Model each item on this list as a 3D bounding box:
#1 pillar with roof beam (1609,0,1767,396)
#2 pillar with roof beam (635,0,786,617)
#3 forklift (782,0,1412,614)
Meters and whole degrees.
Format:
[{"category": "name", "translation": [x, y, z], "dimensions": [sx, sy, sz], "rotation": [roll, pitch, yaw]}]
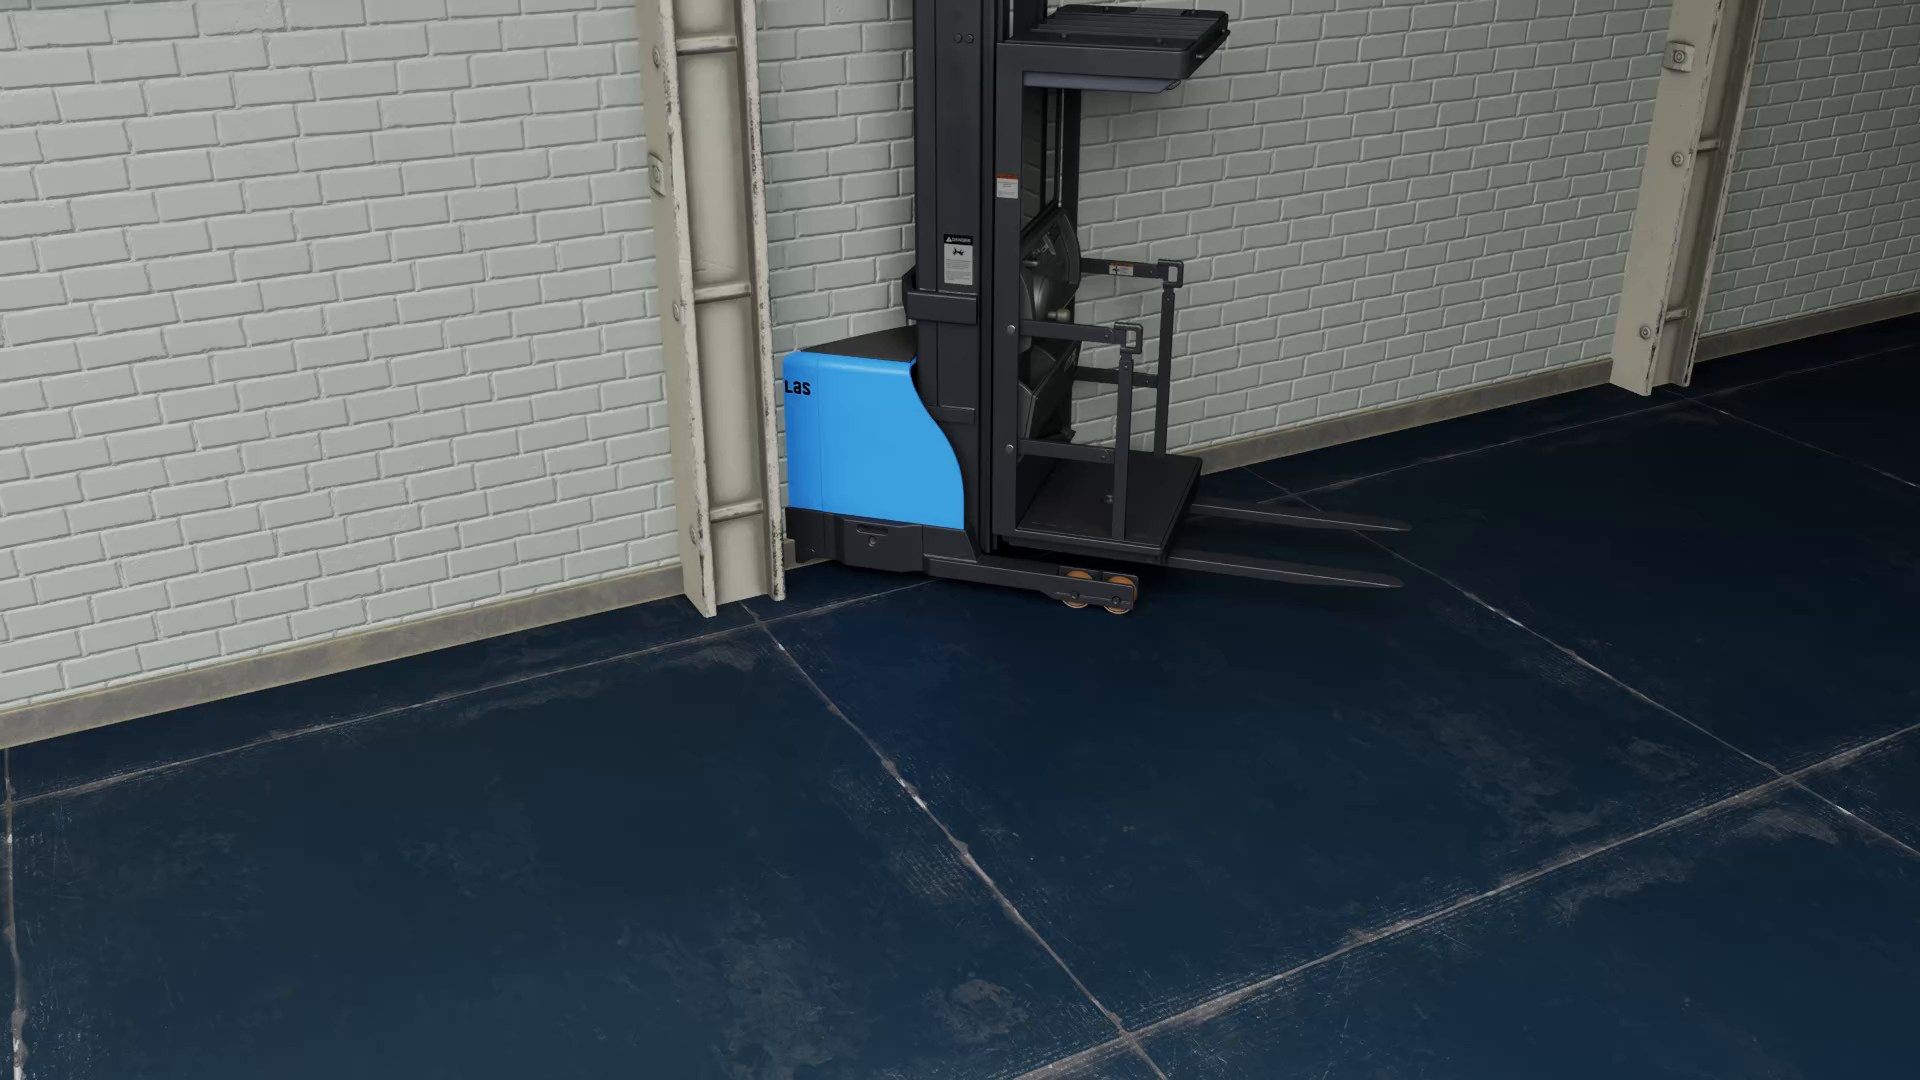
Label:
[{"category": "pillar with roof beam", "translation": [6.271, -3.382, 4.897], "dimensions": [0.400, 9.000, 9.100], "rotation": [-13, 29, -25]}, {"category": "pillar with roof beam", "translation": [0.977, -2.160, 2.352], "dimensions": [0.400, 9.000, 9.100], "rotation": [-13, 29, -25]}, {"category": "forklift", "translation": [0.598, -1.243, 7.453], "dimensions": [3.031, 2.935, 1.130], "rotation": [7, 27, 15]}]
